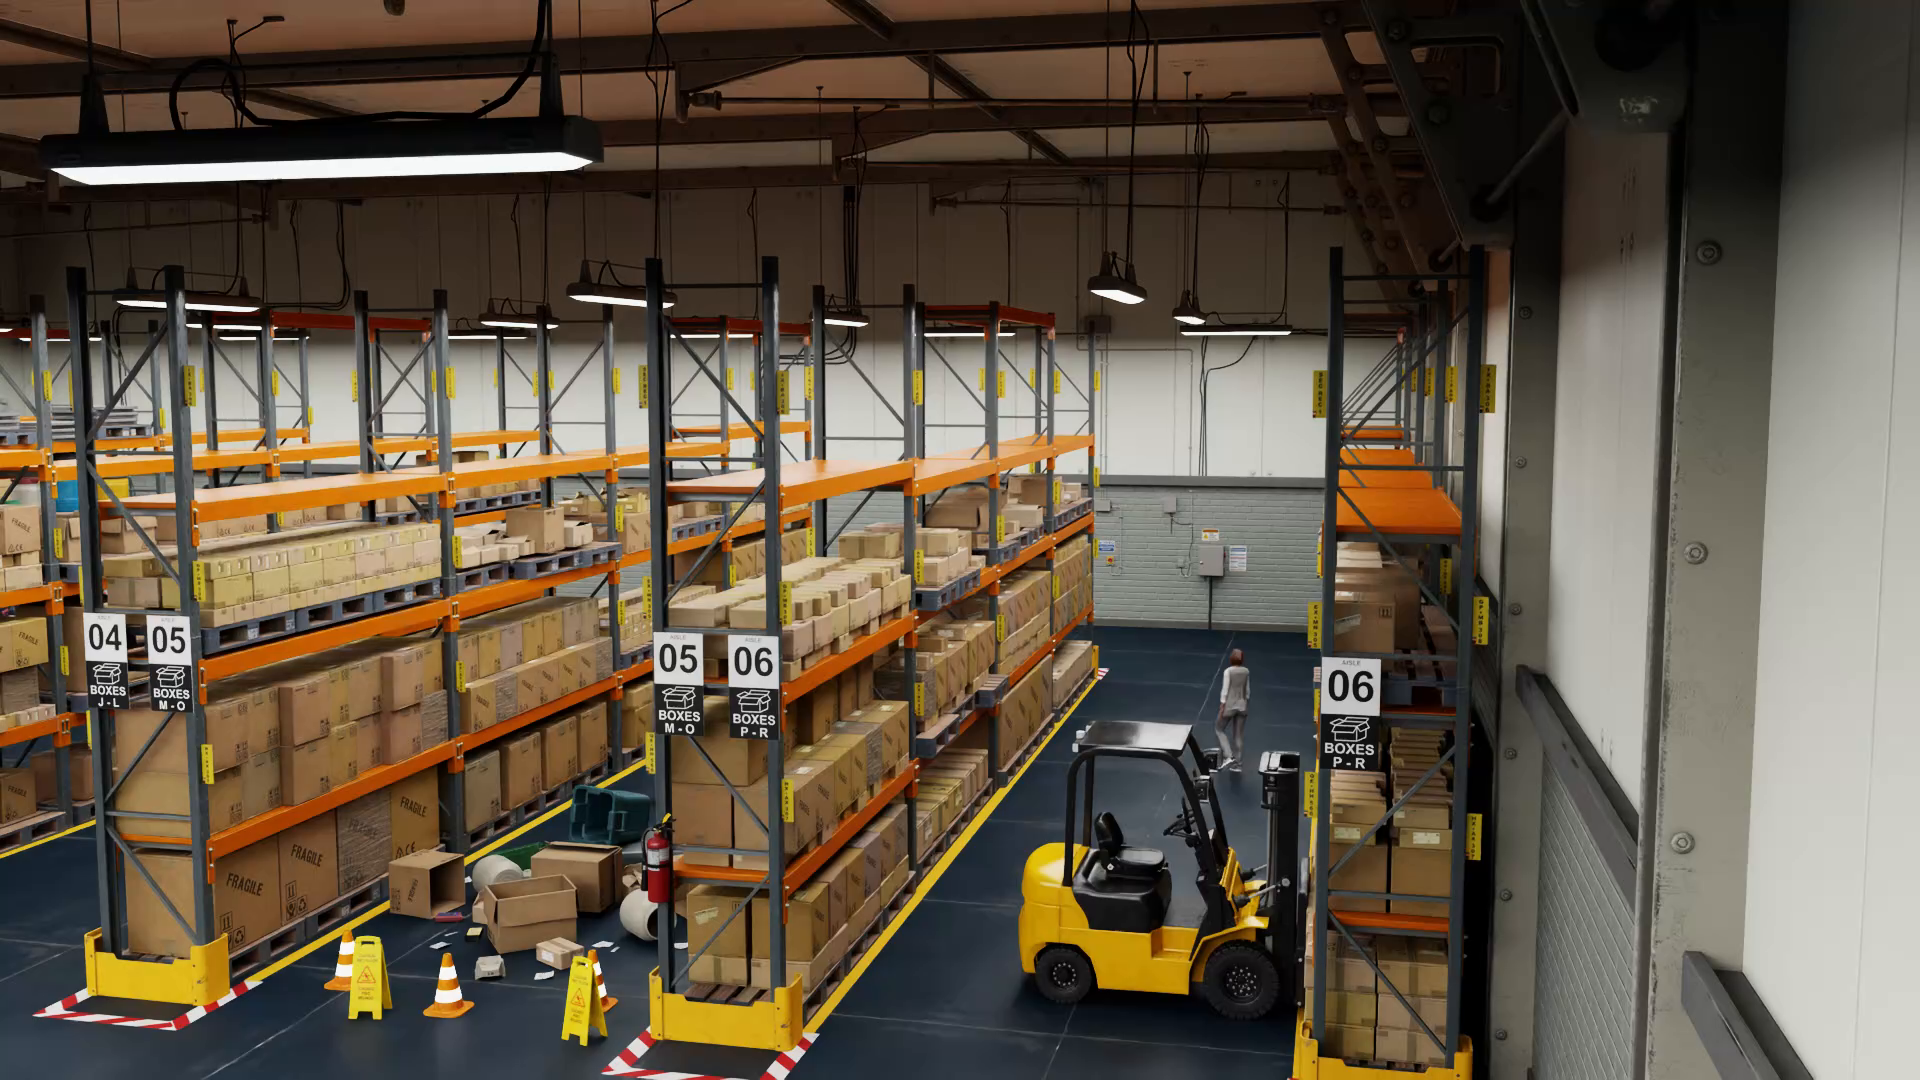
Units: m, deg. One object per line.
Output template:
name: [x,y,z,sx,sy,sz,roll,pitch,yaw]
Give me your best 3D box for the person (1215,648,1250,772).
person: [3.532,2.199,21.432,0.453,1.580,0.419,-1,6,-14]
